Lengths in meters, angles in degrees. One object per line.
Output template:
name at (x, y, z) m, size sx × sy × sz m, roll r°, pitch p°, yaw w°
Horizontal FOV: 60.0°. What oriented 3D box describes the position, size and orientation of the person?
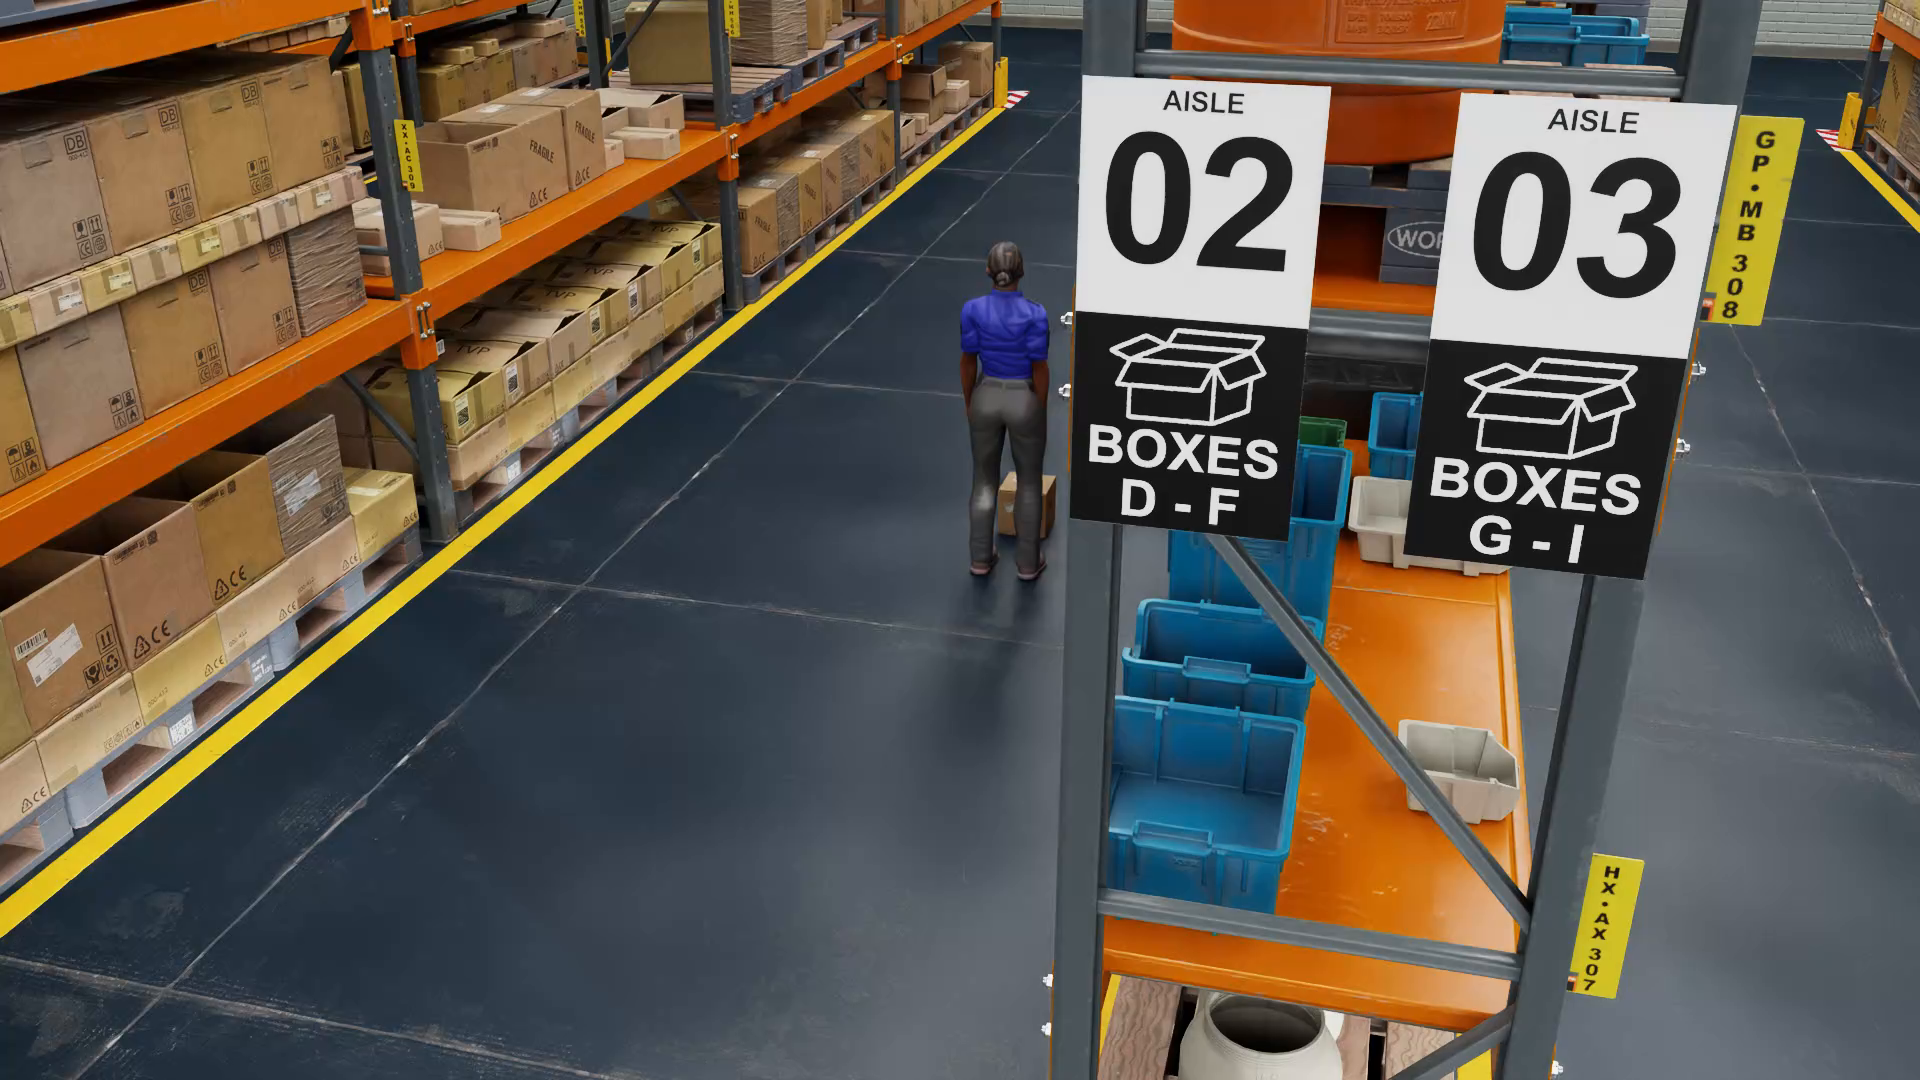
person at (0.214, -0.611, 7.903) m, size 0.436 × 1.661 × 0.309 m, roll 7°, pitch 26°, yaw 14°
